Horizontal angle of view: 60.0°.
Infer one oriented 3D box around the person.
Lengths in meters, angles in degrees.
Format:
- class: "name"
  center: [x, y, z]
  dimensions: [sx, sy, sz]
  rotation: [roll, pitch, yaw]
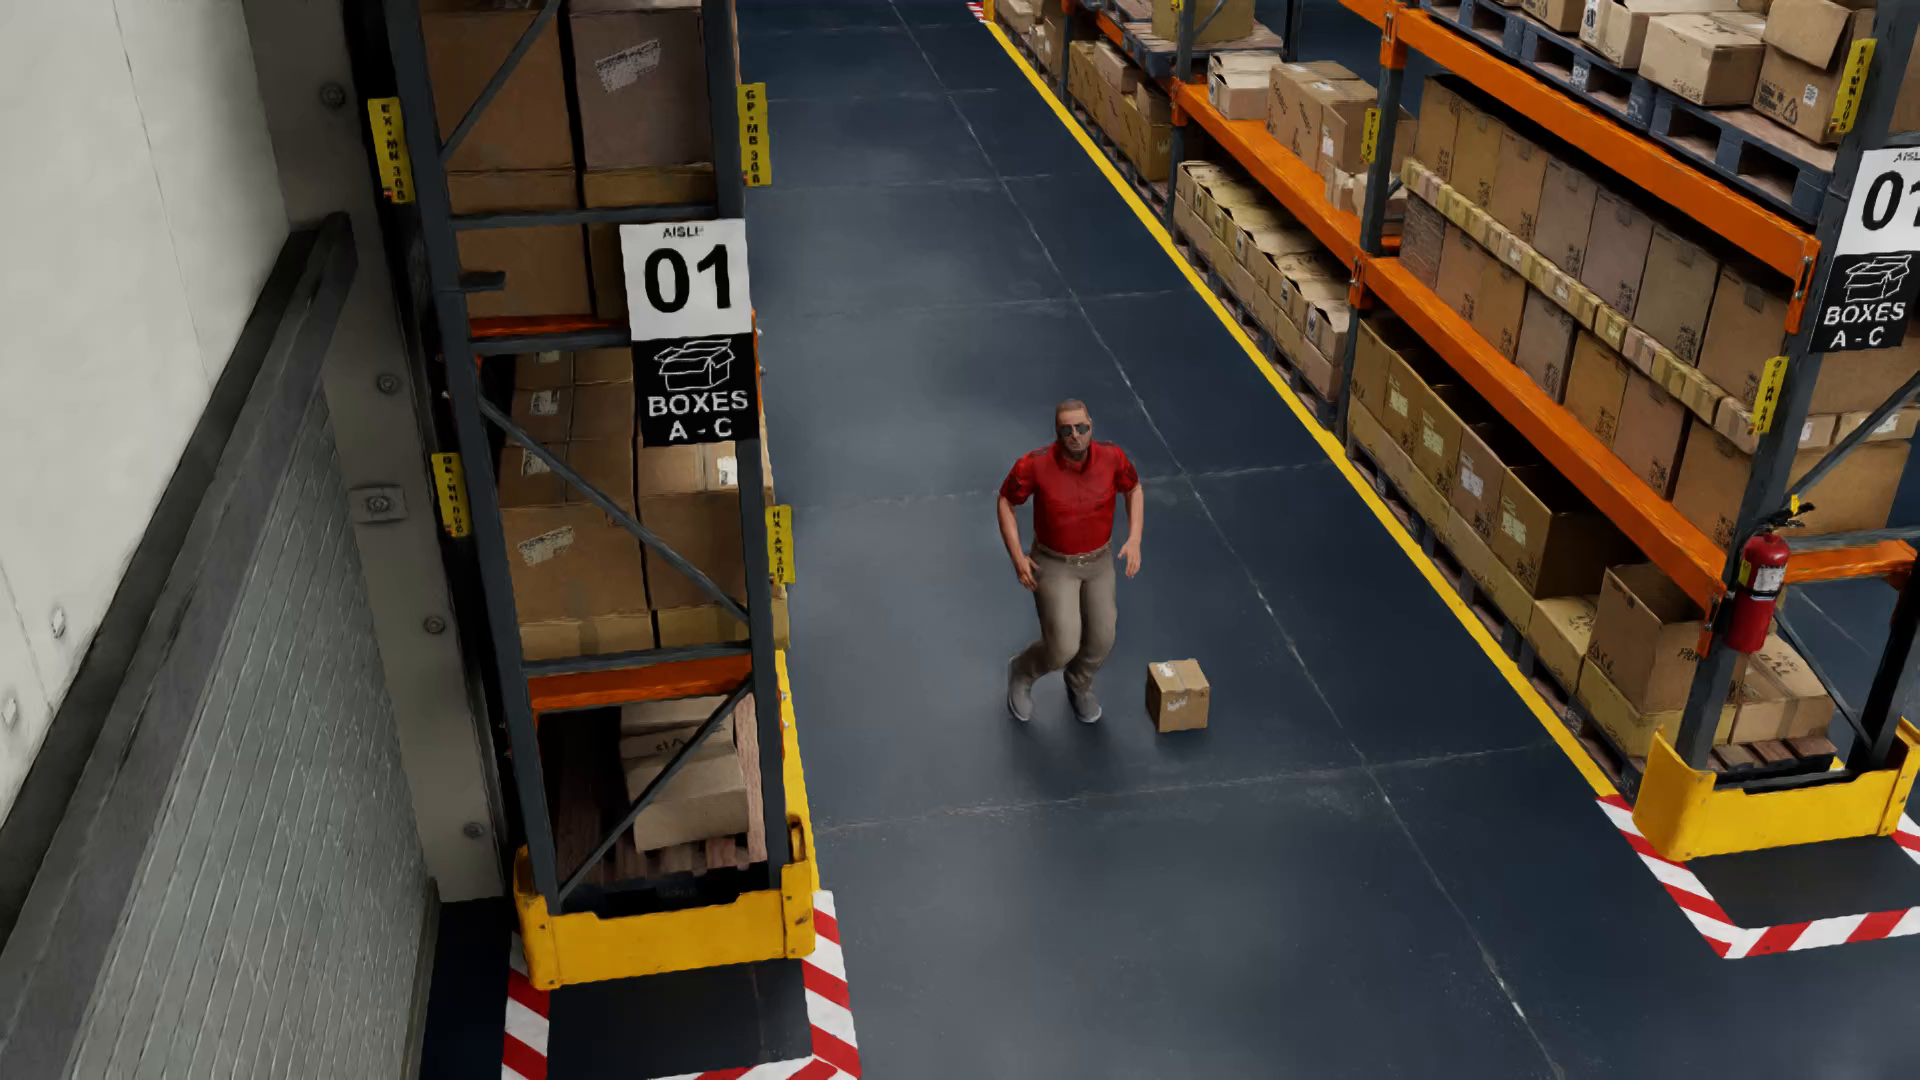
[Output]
- class: "person"
  center: [0.573, 0.122, 7.990]
  dimensions: [0.706, 1.699, 0.517]
  rotation: [-13, 33, -21]
